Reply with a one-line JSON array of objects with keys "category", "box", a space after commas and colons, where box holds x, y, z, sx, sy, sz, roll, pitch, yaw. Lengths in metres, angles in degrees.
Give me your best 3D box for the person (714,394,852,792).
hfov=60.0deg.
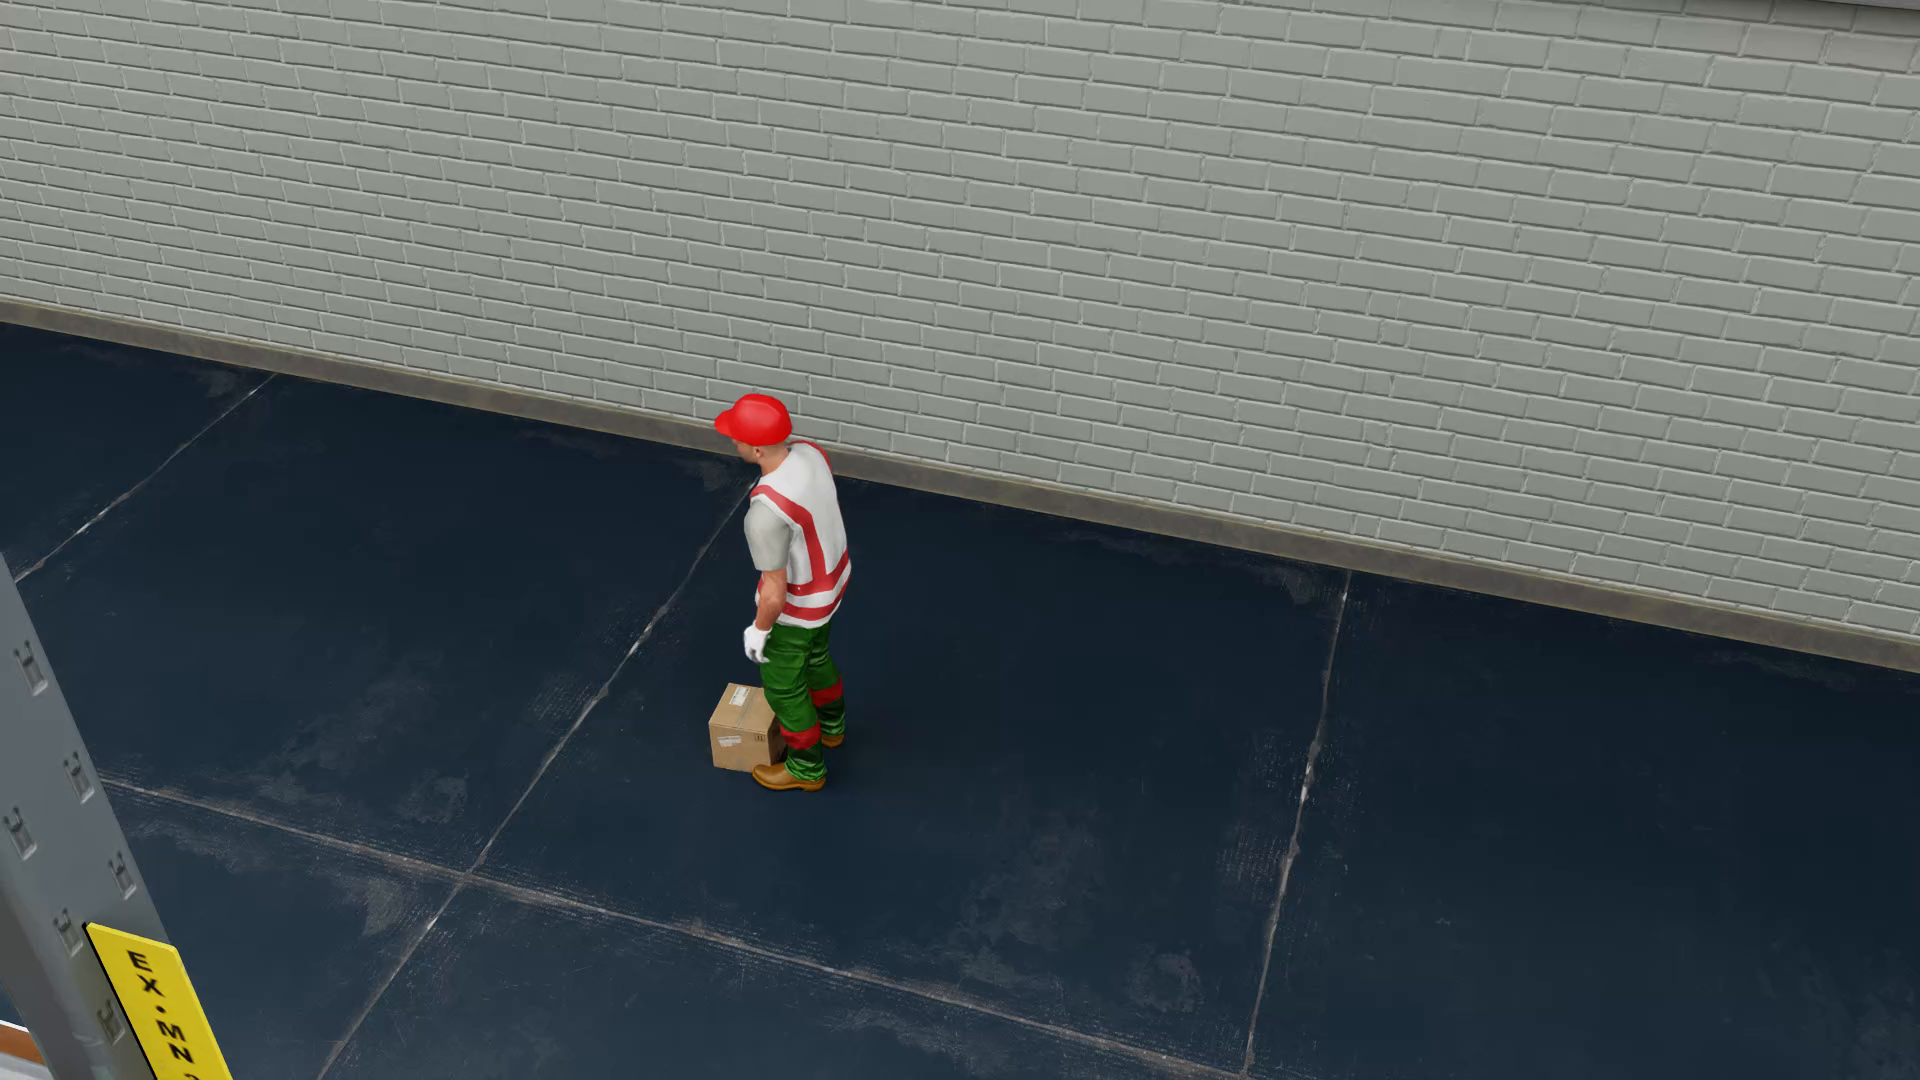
[{"category": "person", "box": [-0.650, 0.210, 6.355, 0.448, 1.780, 0.608, 11, 38, 14]}]
